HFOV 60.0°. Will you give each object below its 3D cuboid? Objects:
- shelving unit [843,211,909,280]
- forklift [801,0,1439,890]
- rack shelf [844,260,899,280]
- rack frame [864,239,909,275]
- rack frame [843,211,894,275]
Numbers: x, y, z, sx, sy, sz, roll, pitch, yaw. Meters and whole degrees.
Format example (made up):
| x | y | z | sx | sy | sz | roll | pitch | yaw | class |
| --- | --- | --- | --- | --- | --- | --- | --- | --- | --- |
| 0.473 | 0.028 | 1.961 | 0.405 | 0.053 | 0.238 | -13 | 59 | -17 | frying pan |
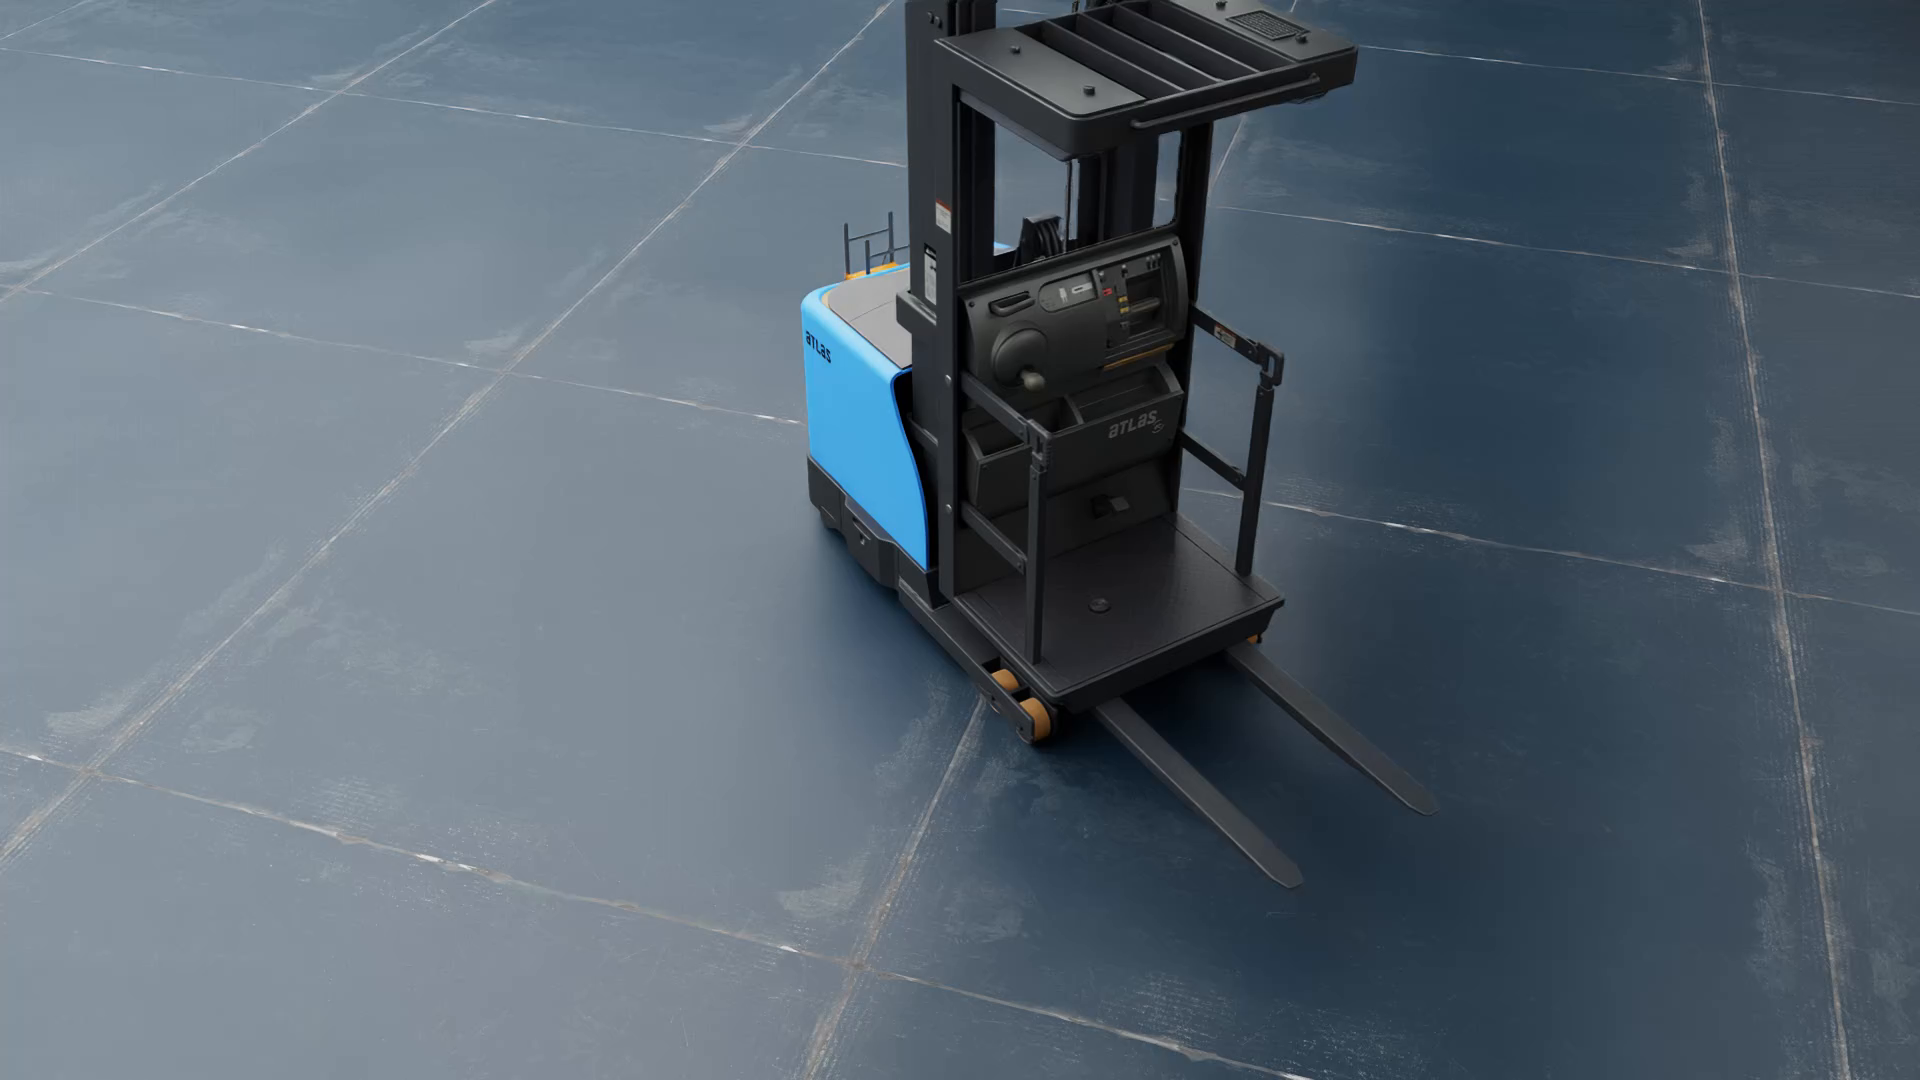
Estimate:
| x | y | z | sx | sy | sz | roll | pitch | yaw | class |
| --- | --- | --- | --- | --- | --- | --- | --- | --- | --- |
| -0.343 | -0.847 | 7.388 | 0.258 | 1.200 | 0.189 | -20 | 41 | -25 | shelving unit |
| 0.540 | -0.742 | 5.786 | 1.130 | 2.935 | 3.031 | -20 | 41 | -25 | forklift |
| -0.343 | -1.101 | 7.201 | 0.258 | 0.103 | 0.180 | -20 | 41 | -25 | rack shelf |
| -0.295 | -0.801 | 7.326 | 0.240 | 1.200 | 0.006 | -20 | 41 | -25 | rack frame |
| -0.392 | -0.892 | 7.450 | 0.240 | 1.200 | 0.006 | -20 | 41 | -25 | rack frame |
